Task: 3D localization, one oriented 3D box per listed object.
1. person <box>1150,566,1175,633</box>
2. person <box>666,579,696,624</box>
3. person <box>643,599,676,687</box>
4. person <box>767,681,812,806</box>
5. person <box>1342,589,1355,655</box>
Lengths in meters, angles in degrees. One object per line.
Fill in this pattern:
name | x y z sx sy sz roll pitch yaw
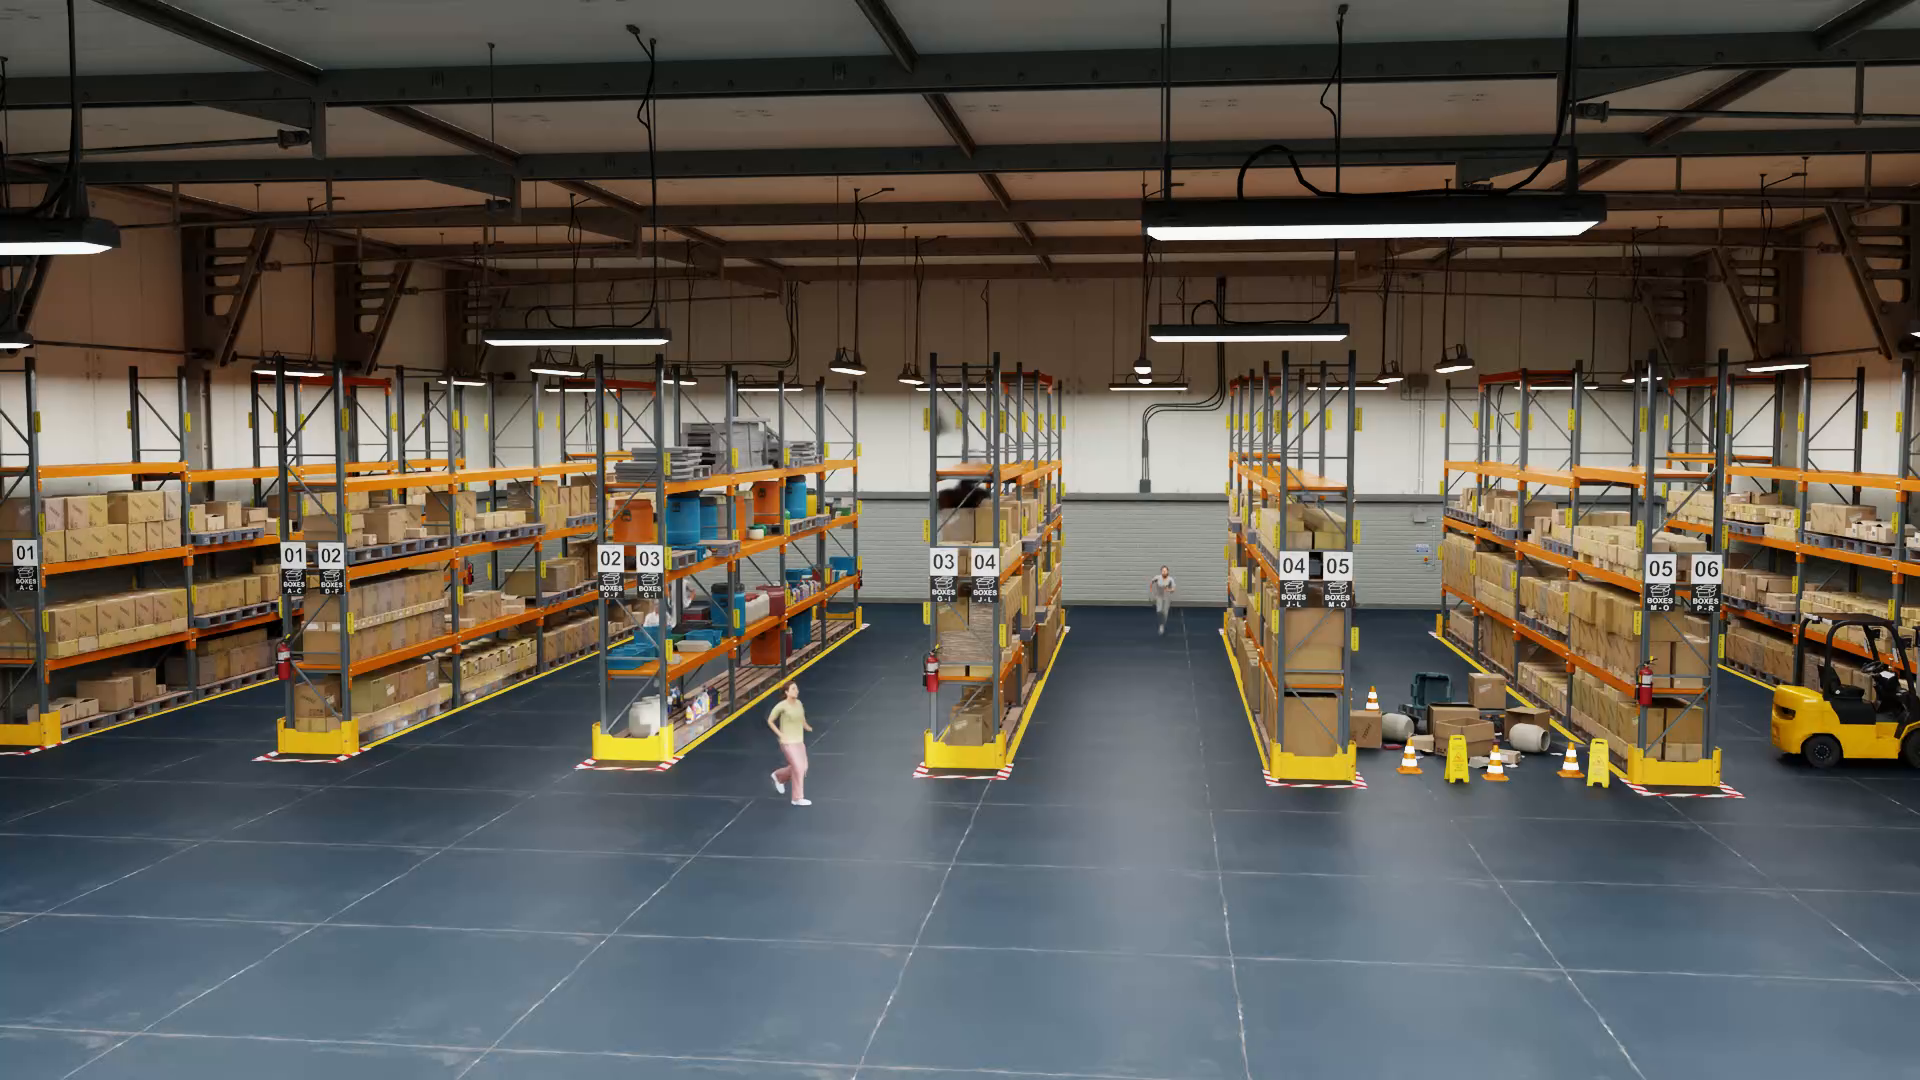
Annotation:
person | 4.760 1.407 39.074 0.597 1.616 0.751 1 4 9
person | -6.282 1.493 37.385 0.684 1.760 0.820 0 4 3
person | -5.750 1.949 31.772 0.627 1.692 0.761 0 4 -1
person | -2.248 2.643 21.781 0.694 1.632 0.579 3 5 38
person | 8.154 1.603 35.798 0.690 1.734 0.715 0 4 0
